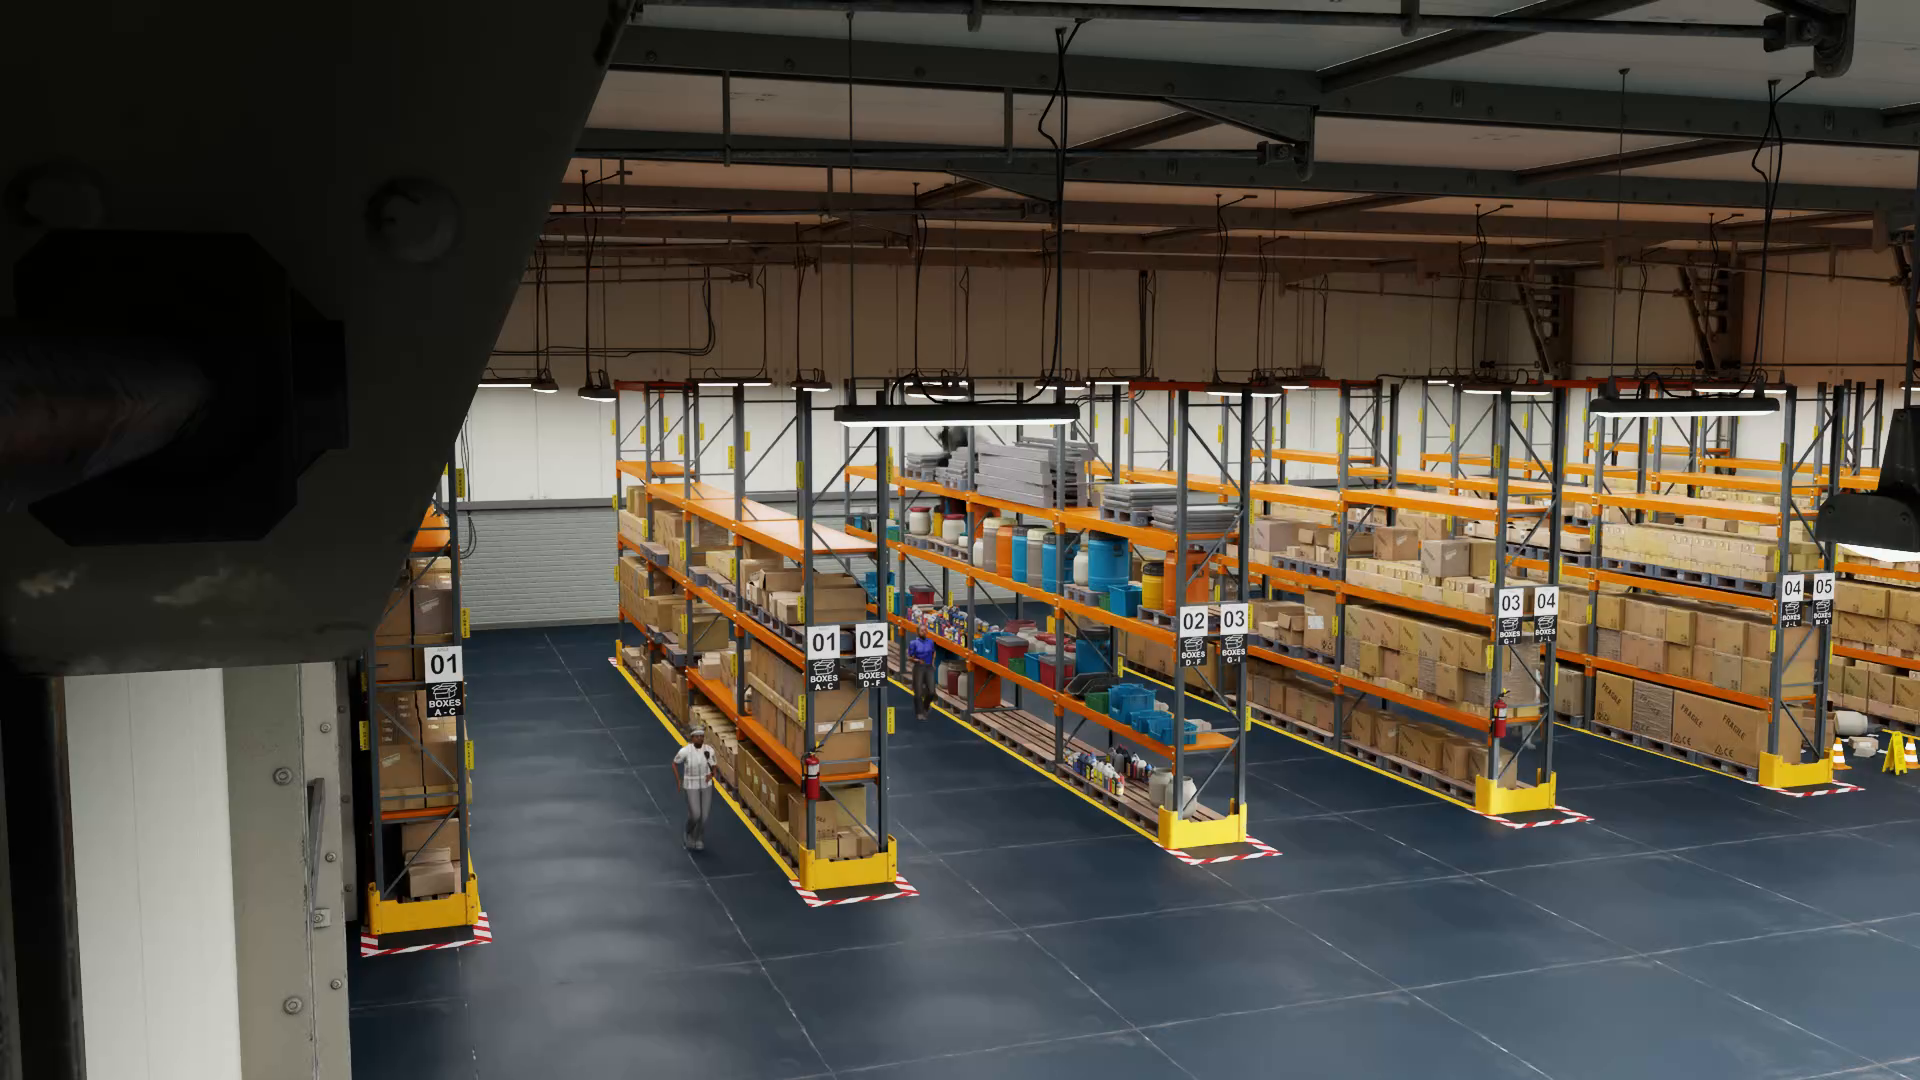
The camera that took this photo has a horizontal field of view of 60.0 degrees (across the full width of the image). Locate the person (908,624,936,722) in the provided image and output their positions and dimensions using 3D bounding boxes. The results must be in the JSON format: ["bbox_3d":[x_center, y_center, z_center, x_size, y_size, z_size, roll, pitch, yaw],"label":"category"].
[{"bbox_3d":[-0.595,2.270,28.171,0.563,1.679,0.572,-2,6,-21],"label":"person"}]

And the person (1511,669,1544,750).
[{"bbox_3d":[9.391,2.549,27.649,0.657,1.775,0.698,-2,6,-21],"label":"person"}]

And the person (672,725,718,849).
[{"bbox_3d":[-3.398,3.205,21.567,0.560,1.633,0.591,-3,7,-24],"label":"person"}]

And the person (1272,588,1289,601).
[{"bbox_3d":[8.034,1.099,41.247,0.665,1.698,0.715,3,7,27],"label":"person"}]
